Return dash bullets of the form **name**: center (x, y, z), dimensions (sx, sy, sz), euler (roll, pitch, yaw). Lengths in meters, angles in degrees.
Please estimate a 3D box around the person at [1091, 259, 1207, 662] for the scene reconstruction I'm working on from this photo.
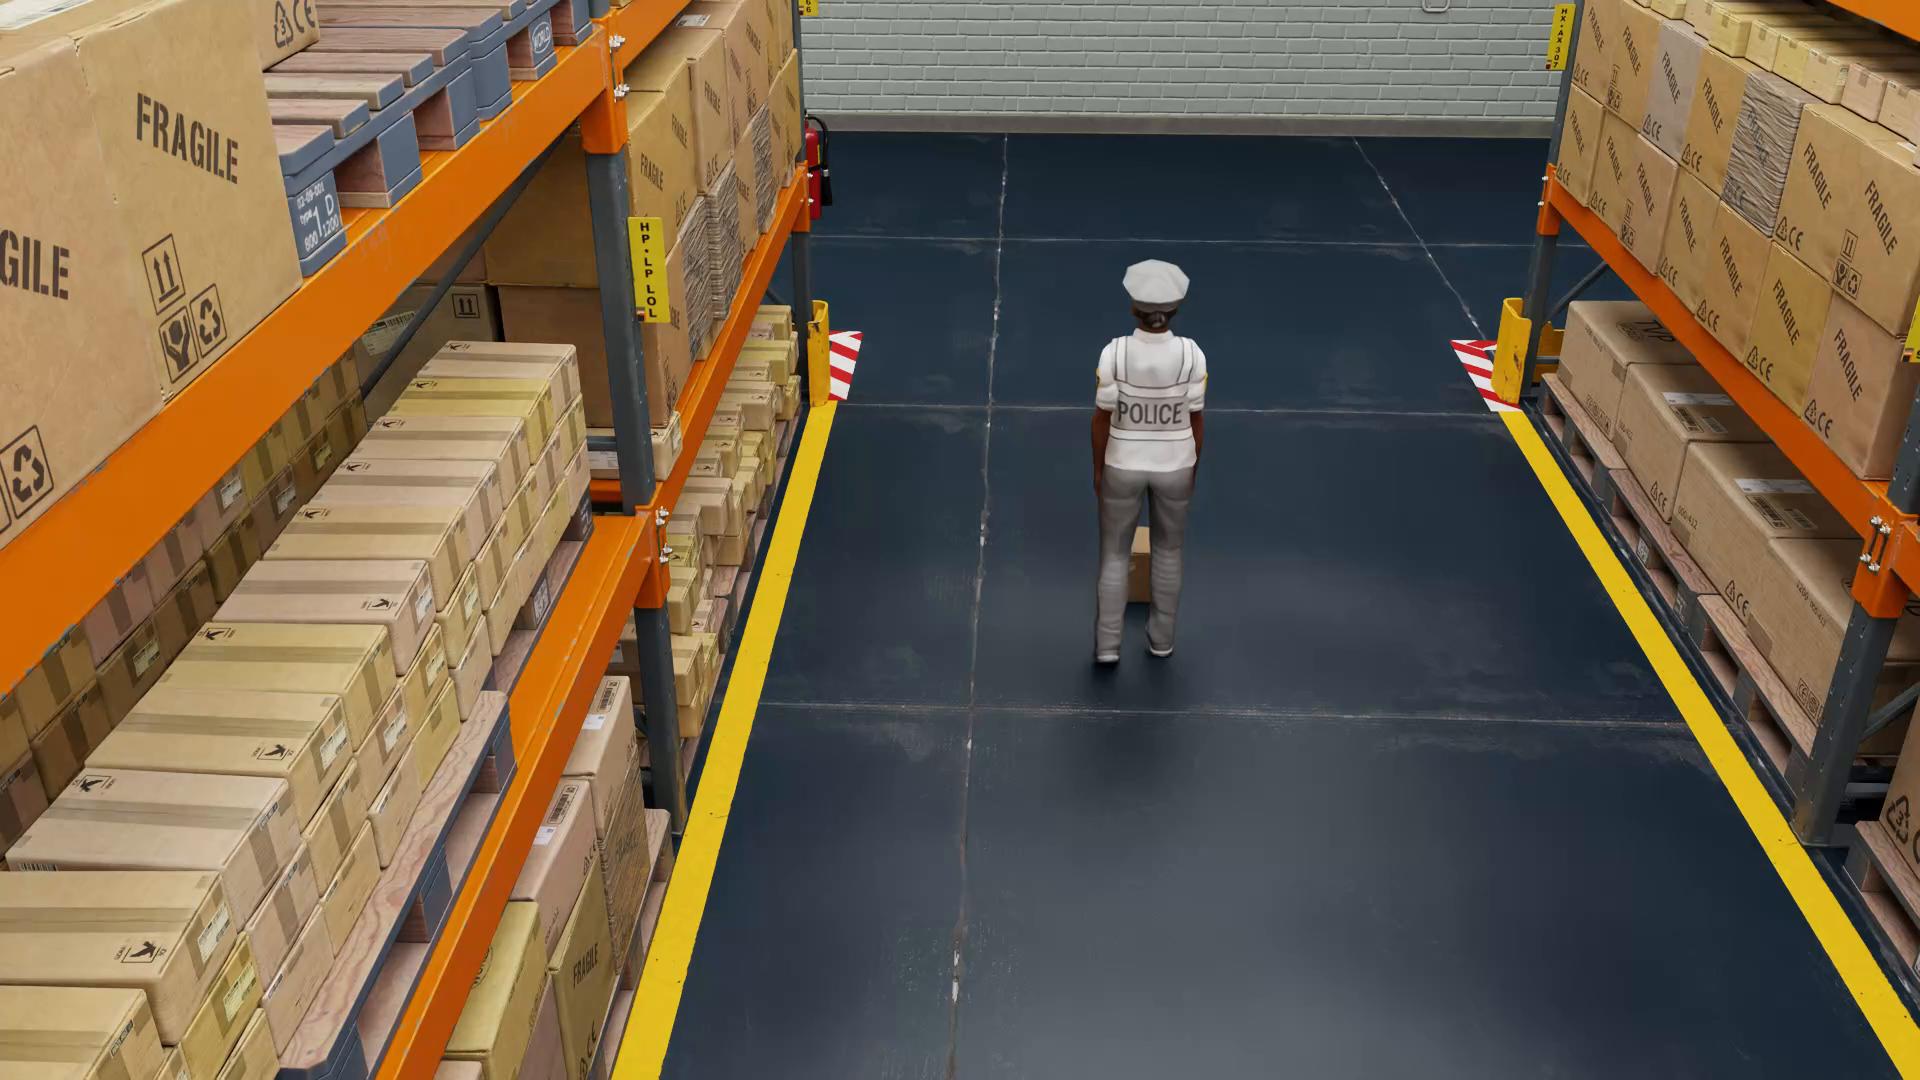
- **person**: center (0.738, -0.259, 6.651), dimensions (0.442, 1.745, 0.404), euler (1, 28, 3)
